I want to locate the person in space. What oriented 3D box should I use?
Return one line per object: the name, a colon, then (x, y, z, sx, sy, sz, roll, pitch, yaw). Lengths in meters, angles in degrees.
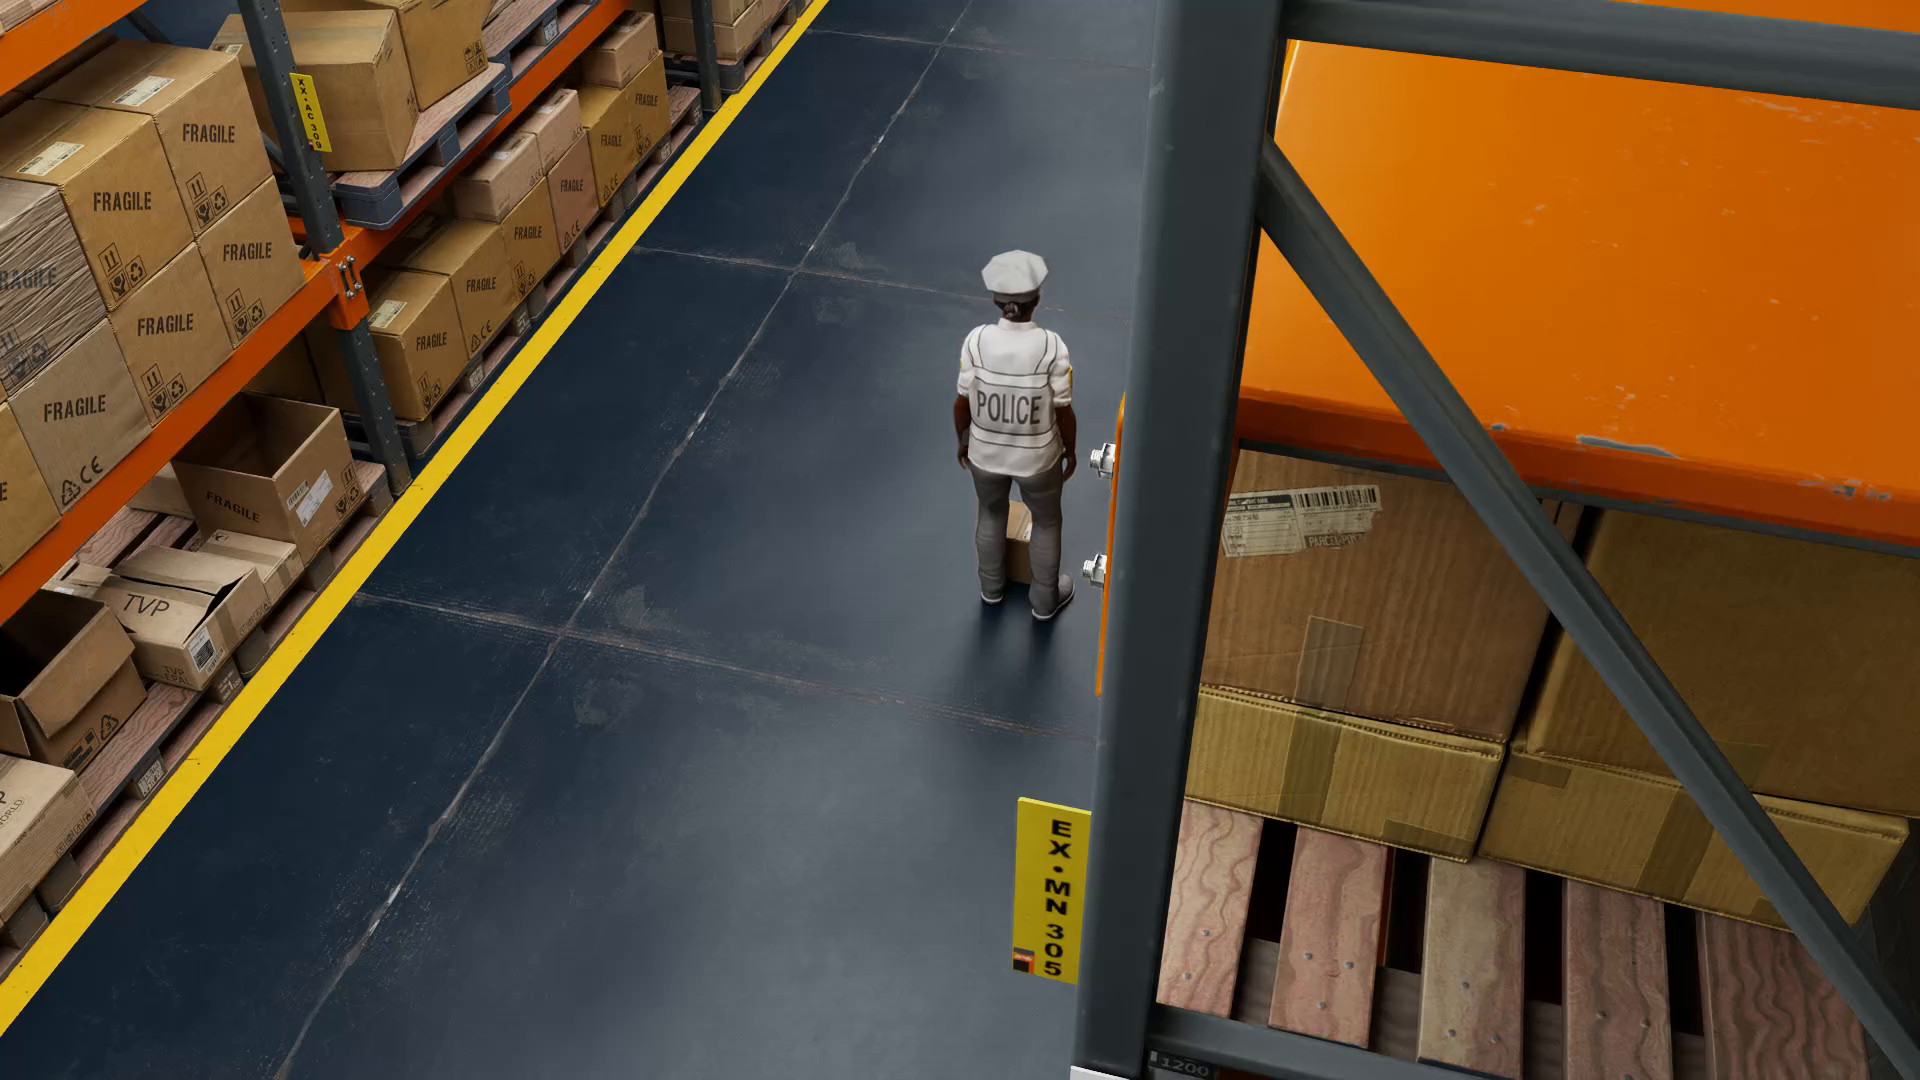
person: (0.239, -0.371, 6.750, 0.506, 1.656, 0.427, 8, 42, 9)
